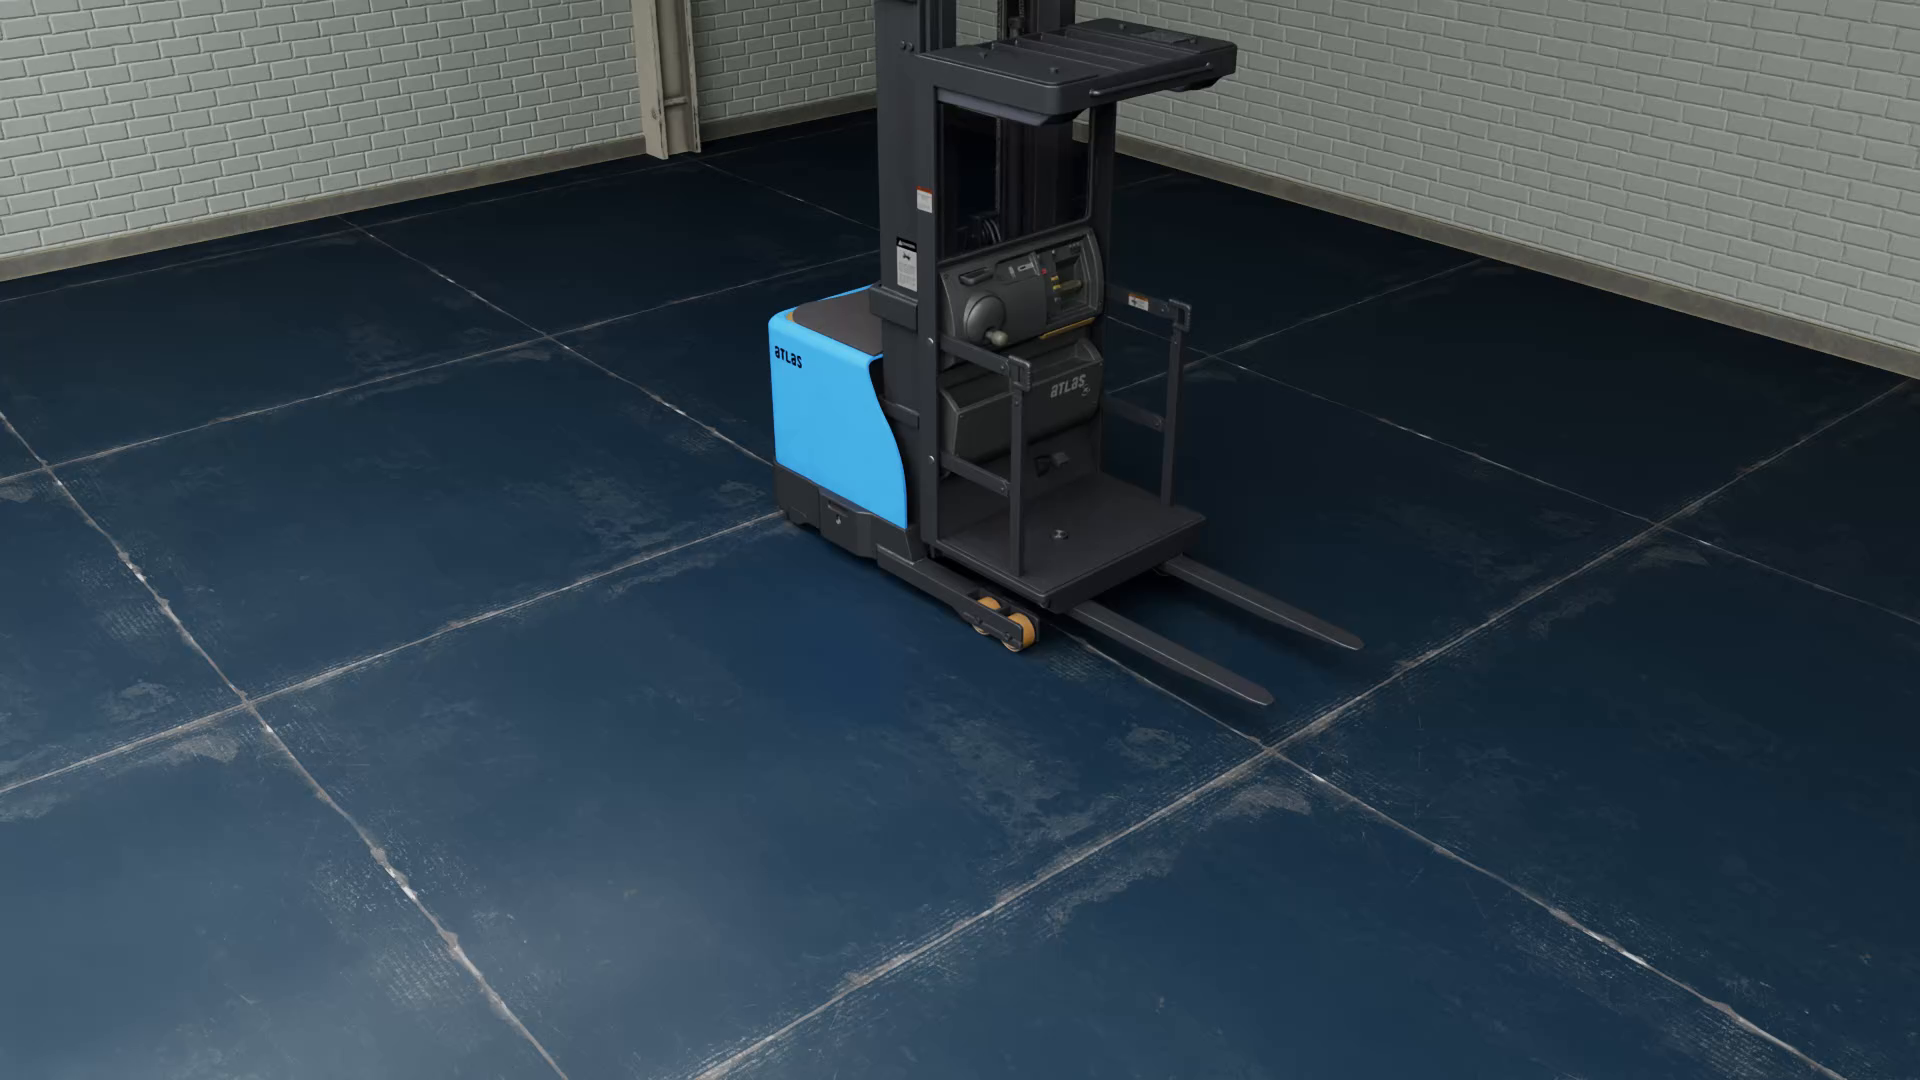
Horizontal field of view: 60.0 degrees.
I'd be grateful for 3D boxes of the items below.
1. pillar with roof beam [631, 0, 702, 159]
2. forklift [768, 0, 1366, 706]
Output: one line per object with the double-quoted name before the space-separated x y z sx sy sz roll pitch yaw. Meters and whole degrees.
"pillar with roof beam" 0.270 -5.841 9.633 0.400 9.000 9.100 -22 35 -35
"forklift" 0.427 -1.074 7.150 1.130 2.935 3.031 -24 36 -37
